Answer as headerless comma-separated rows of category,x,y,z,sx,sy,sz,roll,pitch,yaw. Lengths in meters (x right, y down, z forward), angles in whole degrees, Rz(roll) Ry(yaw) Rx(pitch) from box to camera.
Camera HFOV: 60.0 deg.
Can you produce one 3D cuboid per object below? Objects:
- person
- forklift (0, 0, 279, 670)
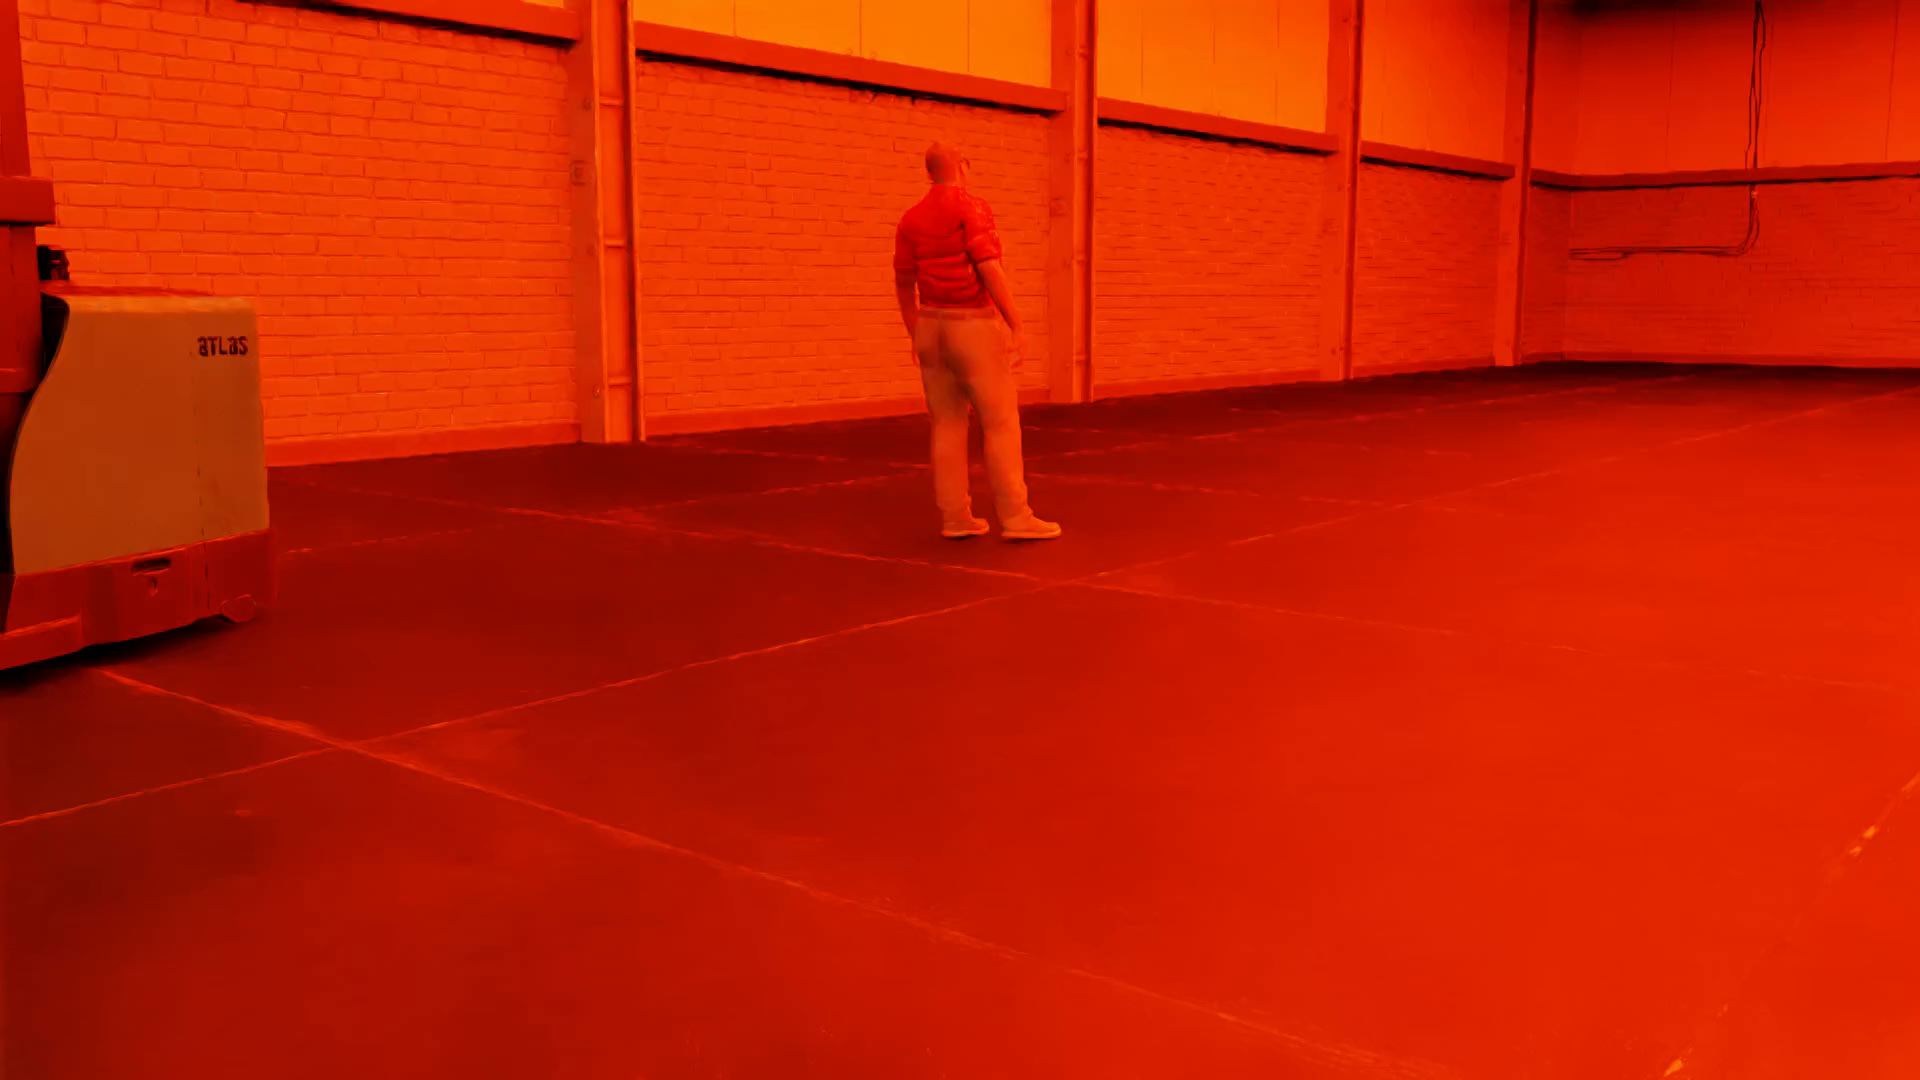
person,0.066,-0.872,7.340,0.640,1.726,0.550,7,11,38
forklift,-3.235,-1.006,4.155,1.130,2.935,3.031,3,9,19
